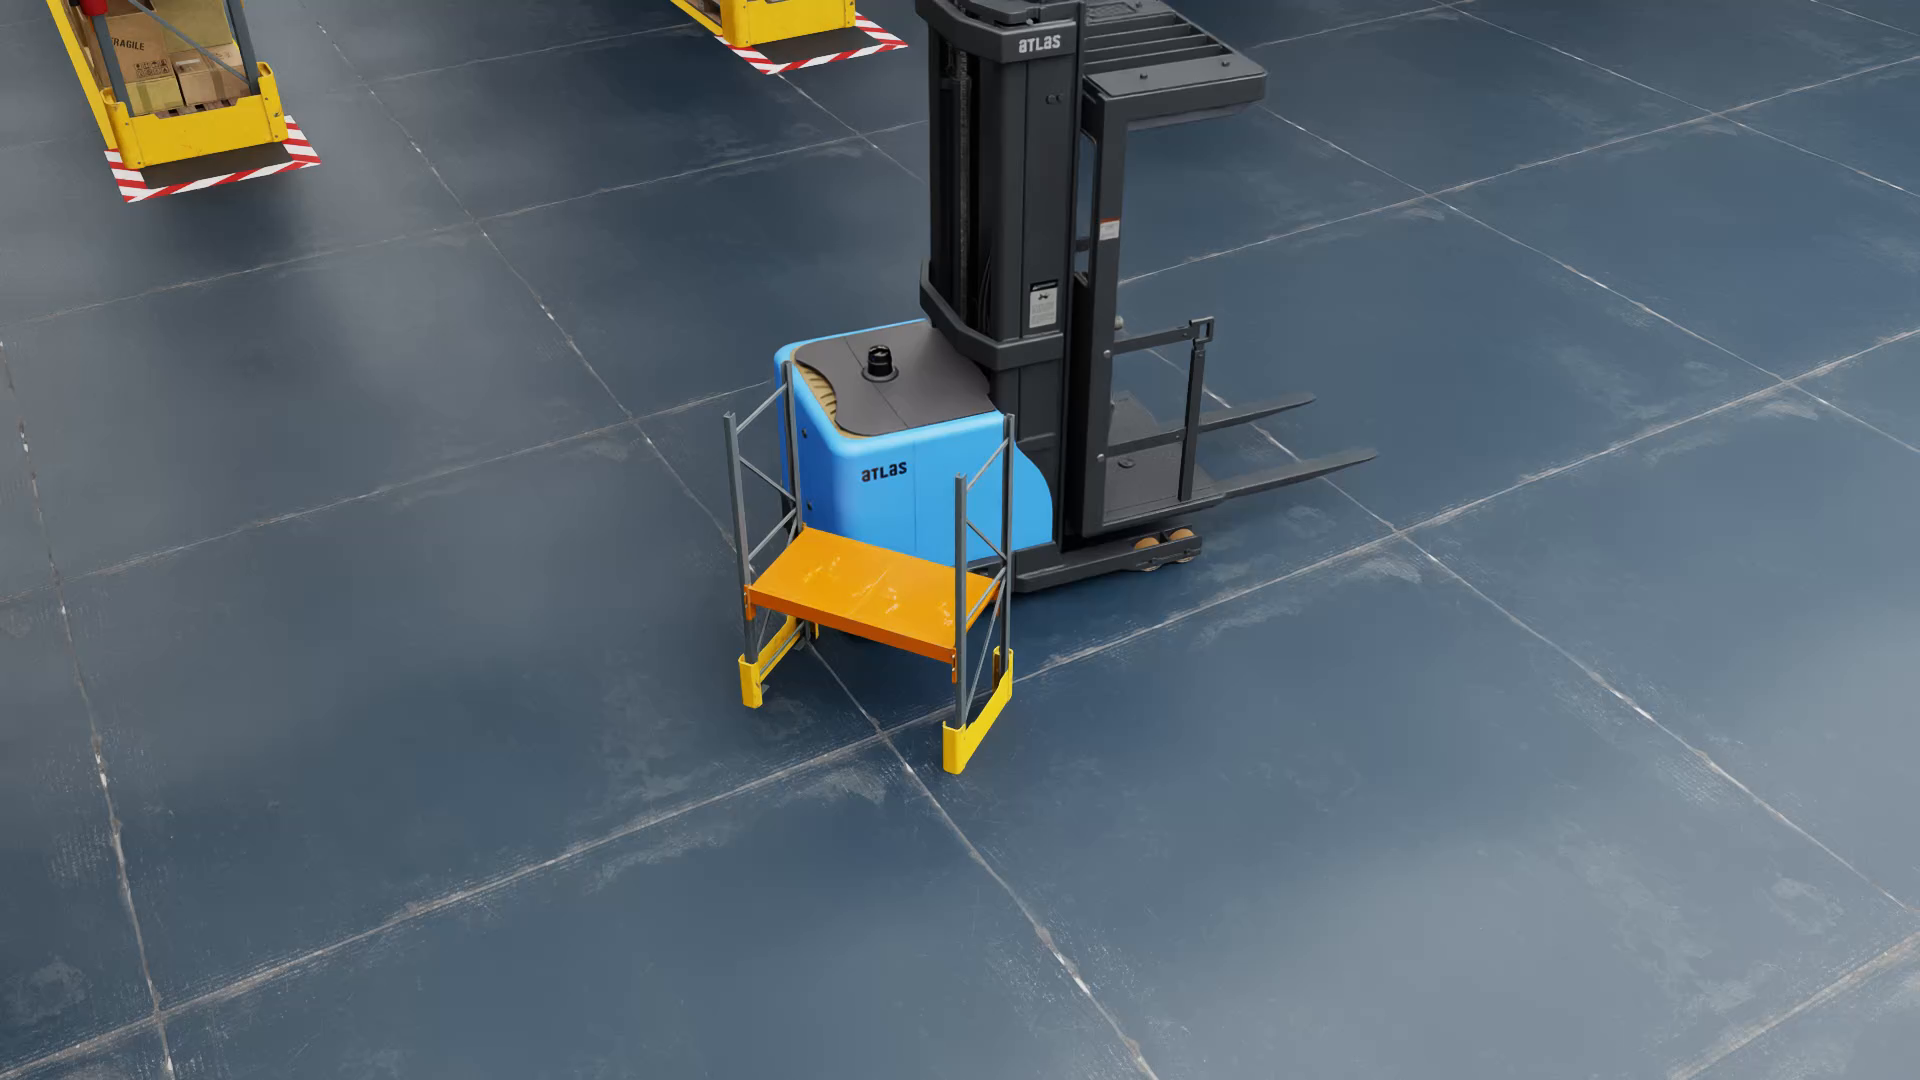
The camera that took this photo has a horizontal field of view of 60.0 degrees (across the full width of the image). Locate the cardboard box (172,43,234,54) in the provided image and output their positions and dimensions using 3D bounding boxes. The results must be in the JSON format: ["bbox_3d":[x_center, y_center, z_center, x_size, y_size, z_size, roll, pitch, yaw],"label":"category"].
[{"bbox_3d":[-6.030,-3.842,13.170,0.500,0.250,0.500,-19,40,-24],"label":"cardboard box"}]

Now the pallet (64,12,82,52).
[{"bbox_3d":[-7.345,-4.685,14.713,1.003,0.211,1.213,-19,40,-24],"label":"pallet"}]

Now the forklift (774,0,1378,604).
[{"bbox_3d":[0.668,-1.304,7.778,3.031,2.935,1.130,-13,38,-18],"label":"forklift"}]

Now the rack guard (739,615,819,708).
[{"bbox_3d":[-0.822,0.490,7.595,0.087,0.250,0.587,15,39,20],"label":"rack guard"}]

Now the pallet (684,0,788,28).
[{"bbox_3d":[-1.896,-4.970,15.103,1.003,0.211,1.213,-19,40,-24],"label":"pallet"}]

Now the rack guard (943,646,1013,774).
[{"bbox_3d":[0.081,0.738,7.256,0.087,0.250,0.587,15,39,20],"label":"rack guard"}]

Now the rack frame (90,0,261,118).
[{"bbox_3d":[-5.698,-4.190,11.670,1.000,3.000,0.127,-19,40,-24],"label":"rack frame"}]

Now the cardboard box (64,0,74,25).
[{"bbox_3d":[-6.990,-4.498,13.432,0.500,0.500,0.500,-19,40,-24],"label":"cardboard box"}]

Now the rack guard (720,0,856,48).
[{"bbox_3d":[-1.492,-4.671,14.449,1.175,0.500,0.348,-19,40,-24],"label":"rack guard"}]

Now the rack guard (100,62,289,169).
[{"bbox_3d":[-5.686,-3.168,12.391,1.175,0.500,0.348,-19,40,-24],"label":"rack guard"}]

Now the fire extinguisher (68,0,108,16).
[{"bbox_3d":[-6.041,-3.960,11.422,0.296,0.674,0.183,-19,40,-24],"label":"fire extinguisher"}]

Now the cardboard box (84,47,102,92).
[{"bbox_3d":[-6.485,-3.686,12.956,0.500,0.250,0.500,-19,40,-24],"label":"cardboard box"}]

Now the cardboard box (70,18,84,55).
[{"bbox_3d":[-6.987,-4.196,13.655,0.500,0.250,0.500,-19,40,-24],"label":"cardboard box"}]

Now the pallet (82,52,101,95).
[{"bbox_3d":[-6.728,-4.063,13.861,1.003,0.211,1.213,-19,40,-24],"label":"pallet"}]

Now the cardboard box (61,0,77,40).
[{"bbox_3d":[-7.243,-4.449,14.001,0.500,0.250,0.500,-19,40,-24],"label":"cardboard box"}]

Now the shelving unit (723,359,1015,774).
[{"bbox_3d":[-0.370,0.109,7.057,1.083,1.500,0.587,15,39,20],"label":"shelving unit"}]

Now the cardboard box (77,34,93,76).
[{"bbox_3d":[-6.737,-3.941,13.305,0.500,0.250,0.500,-19,40,-24],"label":"cardboard box"}]

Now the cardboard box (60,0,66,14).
[{"bbox_3d":[-7.490,-4.706,14.352,0.500,0.250,0.500,-19,40,-24],"label":"cardboard box"}]

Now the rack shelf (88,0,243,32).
[{"bbox_3d":[-6.703,-4.919,13.279,1.077,0.370,4.000,-19,40,-24],"label":"rack shelf"}]

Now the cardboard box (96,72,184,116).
[{"bbox_3d":[-6.223,-3.435,12.612,0.500,0.250,0.500,-19,40,-24],"label":"cardboard box"}]

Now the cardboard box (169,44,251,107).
[{"bbox_3d":[-5.775,-3.588,12.822,0.500,0.250,0.500,-19,40,-24],"label":"cardboard box"}]

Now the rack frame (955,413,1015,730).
[{"bbox_3d":[0.099,0.238,6.880,0.032,1.500,0.500,15,39,20],"label":"rack frame"}]

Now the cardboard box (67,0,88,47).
[{"bbox_3d":[-6.740,-4.243,13.082,0.500,0.500,0.500,-19,40,-24],"label":"cardboard box"}]

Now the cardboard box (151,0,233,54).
[{"bbox_3d":[-6.028,-4.145,12.949,0.500,0.500,0.500,-19,40,-24],"label":"cardboard box"}]

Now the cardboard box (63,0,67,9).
[{"bbox_3d":[-7.243,-4.752,13.780,0.500,0.500,0.500,-19,40,-24],"label":"cardboard box"}]

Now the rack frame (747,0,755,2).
[{"bbox_3d":[-1.414,-5.655,13.677,1.000,3.000,0.127,-19,40,-24],"label":"rack frame"}]

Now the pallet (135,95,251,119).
[{"bbox_3d":[-6.119,-3.441,13.010,1.003,0.211,1.213,-19,40,-24],"label":"pallet"}]

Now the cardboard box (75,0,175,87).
[{"bbox_3d":[-6.225,-3.737,12.390,0.500,0.500,0.500,-19,40,-24],"label":"cardboard box"}]

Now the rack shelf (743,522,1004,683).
[{"bbox_3d":[-0.362,0.256,7.160,1.000,0.185,0.538,15,39,20],"label":"rack shelf"}]

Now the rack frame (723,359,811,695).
[{"bbox_3d":[-0.823,-0.015,7.227,0.032,1.500,0.500,15,39,20],"label":"rack frame"}]
